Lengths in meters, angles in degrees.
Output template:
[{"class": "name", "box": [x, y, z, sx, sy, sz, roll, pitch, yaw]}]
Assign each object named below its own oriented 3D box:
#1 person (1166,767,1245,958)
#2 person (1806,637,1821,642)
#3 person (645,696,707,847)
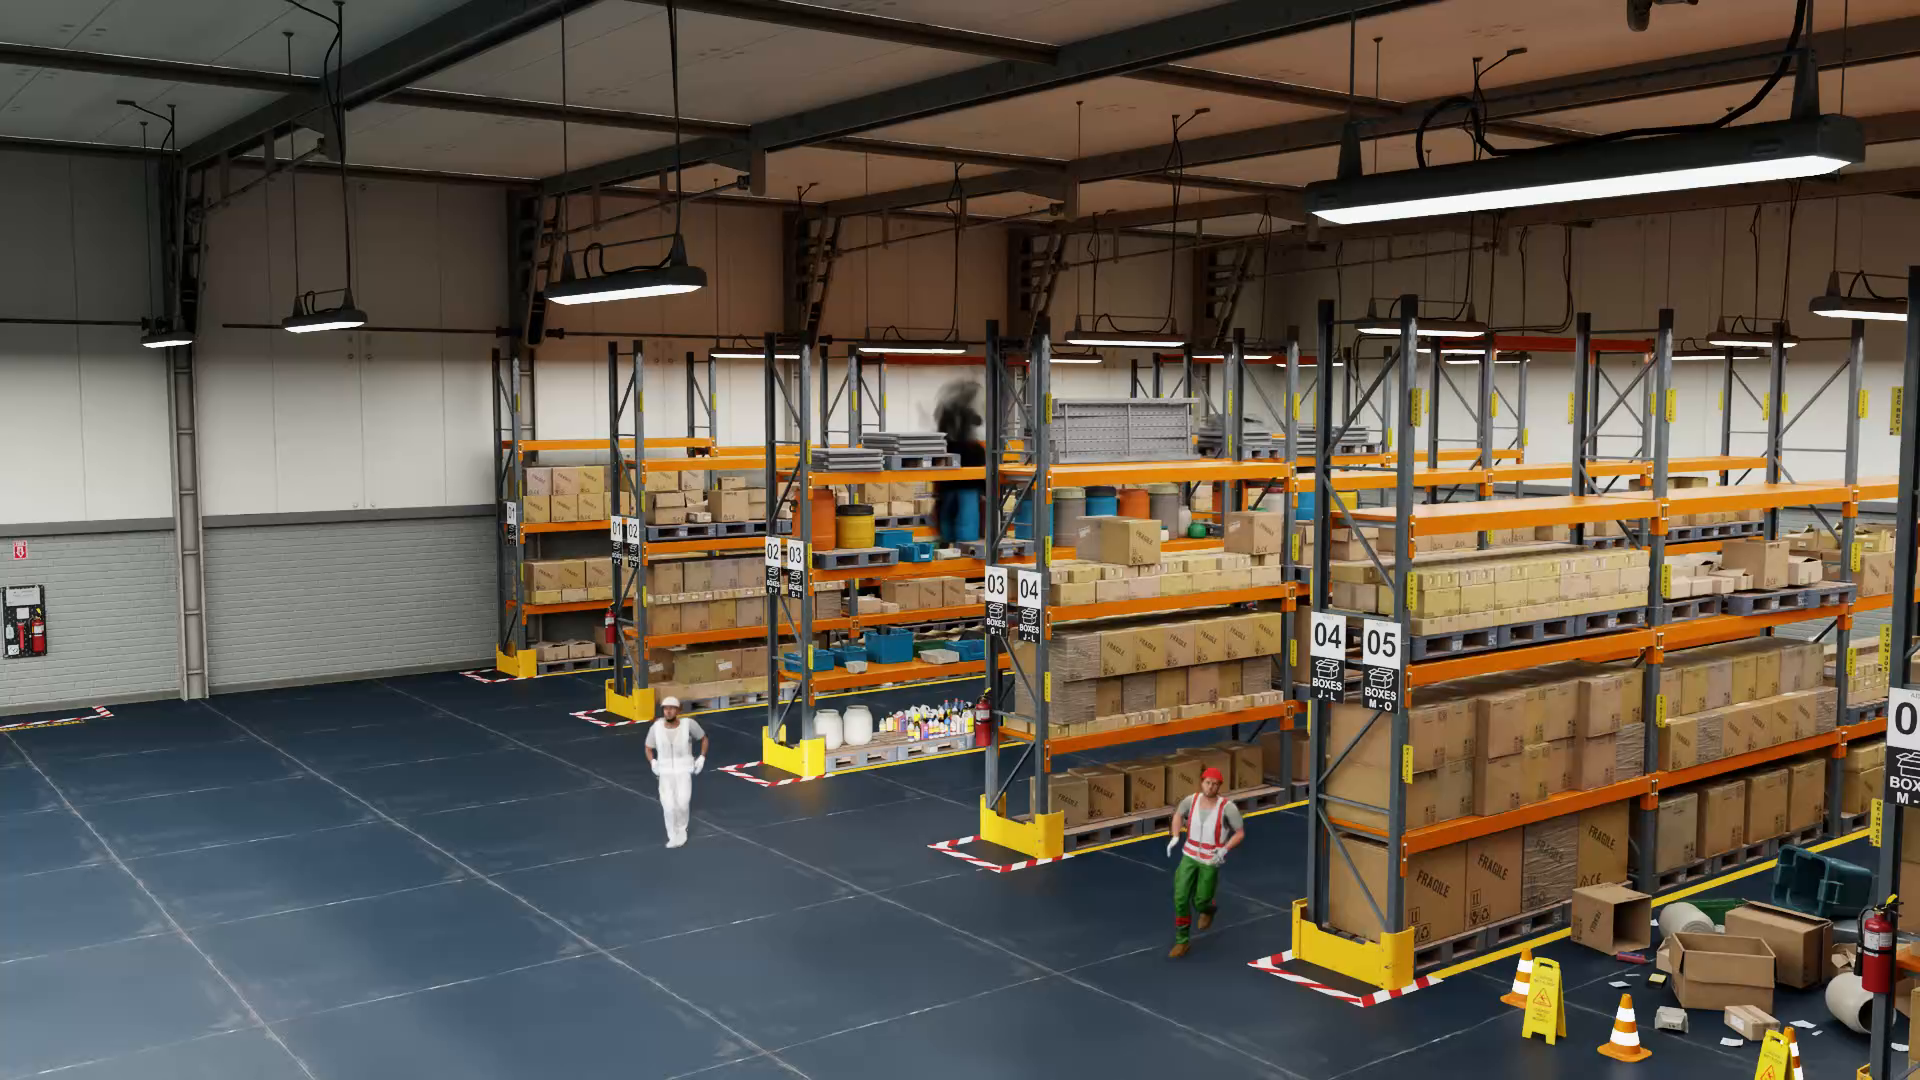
[{"class": "person", "box": [2.285, 2.960, 15.445, 0.710, 1.755, 0.735, 3, 6, 28]}, {"class": "person", "box": [12.067, 2.236, 23.599, 0.517, 1.724, 0.708, -3, 6, -27]}, {"class": "person", "box": [-3.232, 2.640, 18.823, 0.695, 1.737, 0.568, 0, 5, -1]}]
